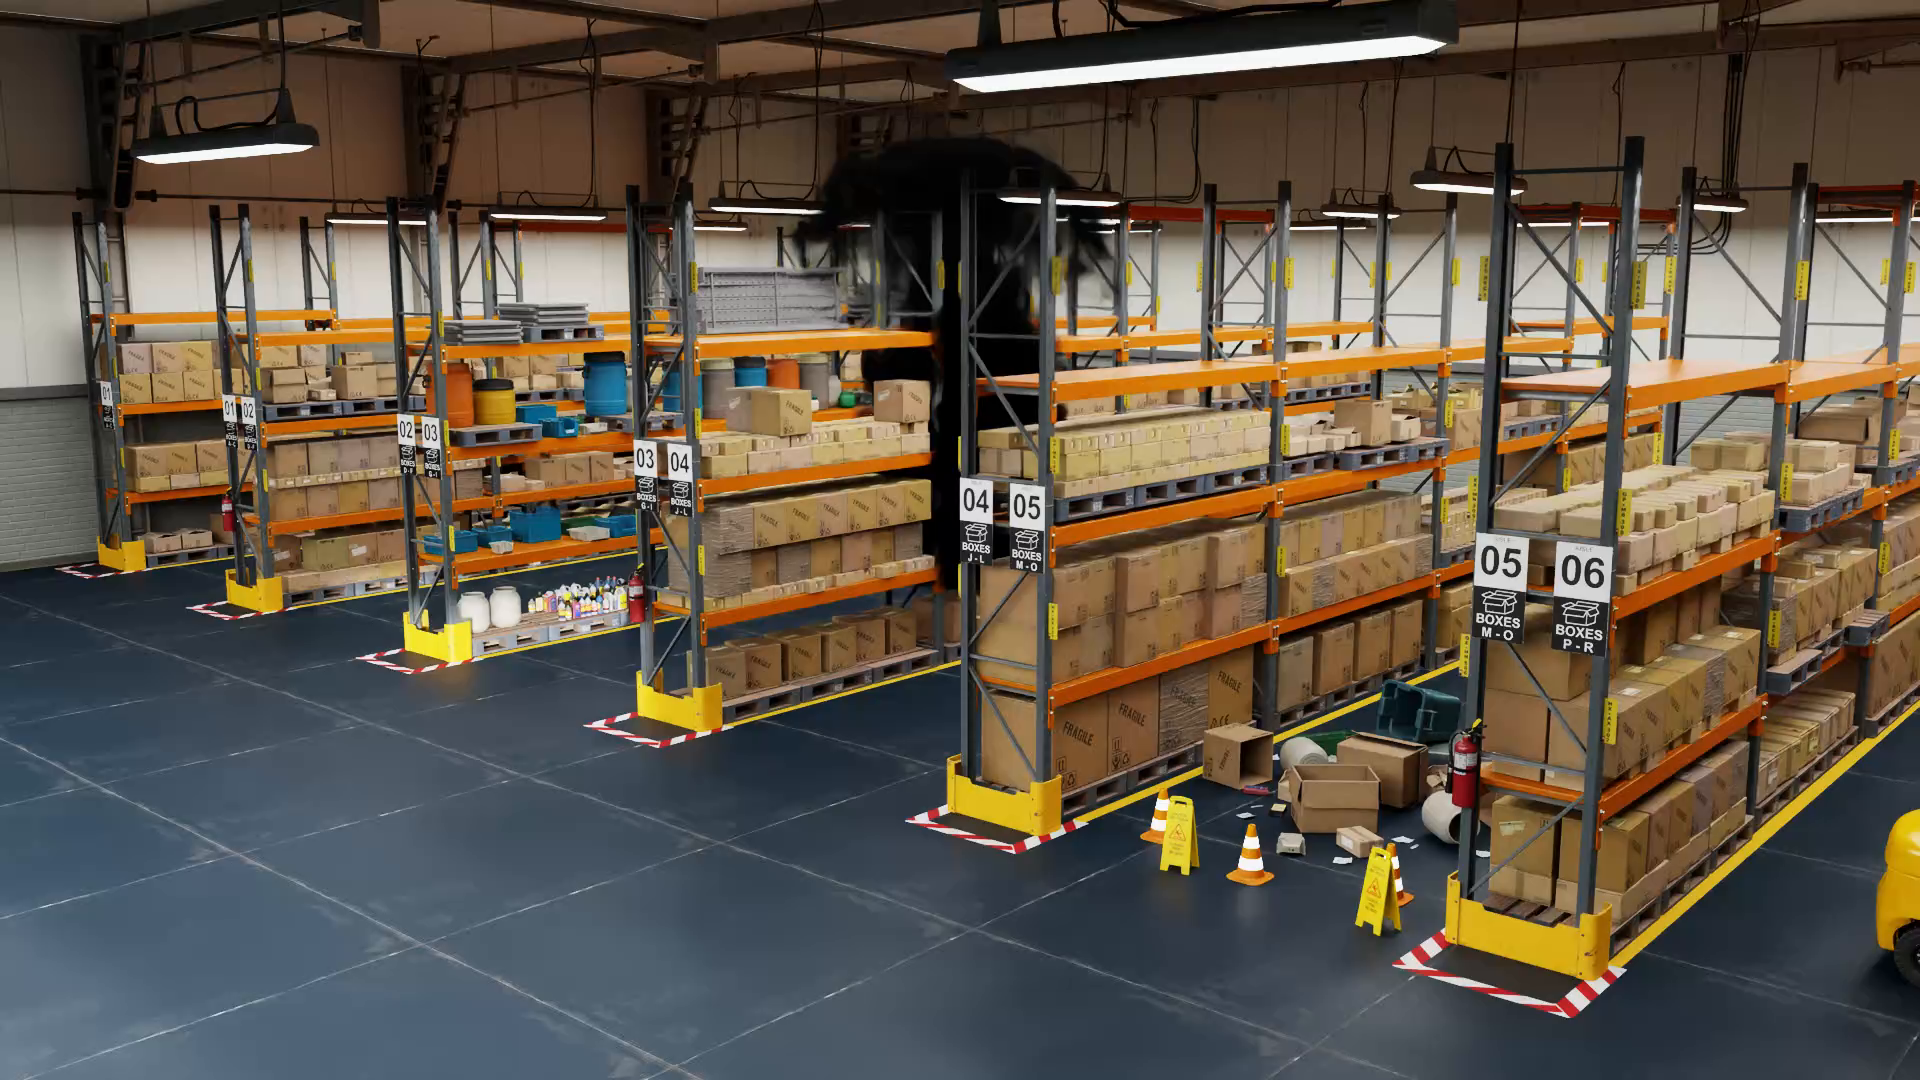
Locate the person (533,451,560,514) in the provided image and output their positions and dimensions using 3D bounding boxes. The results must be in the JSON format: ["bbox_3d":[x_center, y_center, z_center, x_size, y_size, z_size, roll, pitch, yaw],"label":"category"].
[{"bbox_3d":[-7.917,-0.971,31.947,0.630,1.785,0.788,7,12,36],"label":"person"}]

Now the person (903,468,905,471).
[{"bbox_3d":[-0.871,-1.199,33.079,0.710,1.752,1.001,4,10,24],"label":"person"}]
